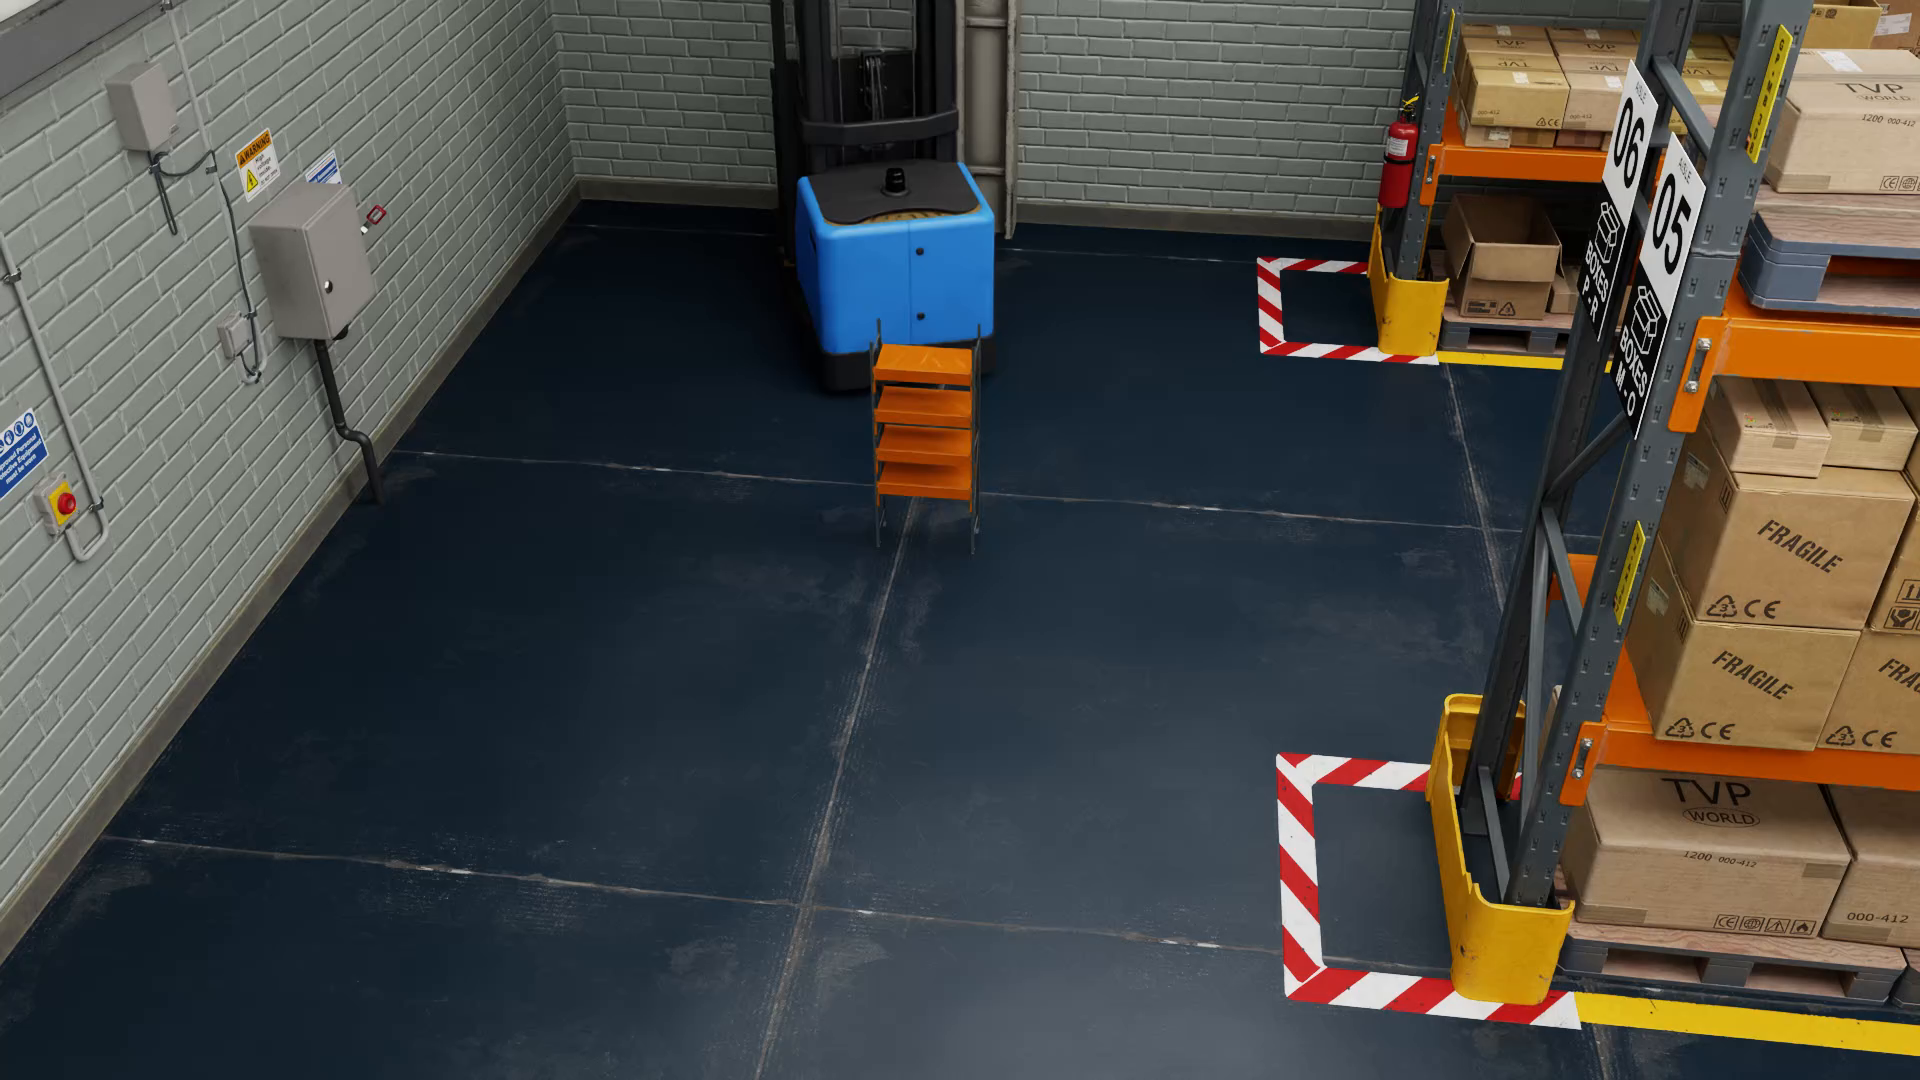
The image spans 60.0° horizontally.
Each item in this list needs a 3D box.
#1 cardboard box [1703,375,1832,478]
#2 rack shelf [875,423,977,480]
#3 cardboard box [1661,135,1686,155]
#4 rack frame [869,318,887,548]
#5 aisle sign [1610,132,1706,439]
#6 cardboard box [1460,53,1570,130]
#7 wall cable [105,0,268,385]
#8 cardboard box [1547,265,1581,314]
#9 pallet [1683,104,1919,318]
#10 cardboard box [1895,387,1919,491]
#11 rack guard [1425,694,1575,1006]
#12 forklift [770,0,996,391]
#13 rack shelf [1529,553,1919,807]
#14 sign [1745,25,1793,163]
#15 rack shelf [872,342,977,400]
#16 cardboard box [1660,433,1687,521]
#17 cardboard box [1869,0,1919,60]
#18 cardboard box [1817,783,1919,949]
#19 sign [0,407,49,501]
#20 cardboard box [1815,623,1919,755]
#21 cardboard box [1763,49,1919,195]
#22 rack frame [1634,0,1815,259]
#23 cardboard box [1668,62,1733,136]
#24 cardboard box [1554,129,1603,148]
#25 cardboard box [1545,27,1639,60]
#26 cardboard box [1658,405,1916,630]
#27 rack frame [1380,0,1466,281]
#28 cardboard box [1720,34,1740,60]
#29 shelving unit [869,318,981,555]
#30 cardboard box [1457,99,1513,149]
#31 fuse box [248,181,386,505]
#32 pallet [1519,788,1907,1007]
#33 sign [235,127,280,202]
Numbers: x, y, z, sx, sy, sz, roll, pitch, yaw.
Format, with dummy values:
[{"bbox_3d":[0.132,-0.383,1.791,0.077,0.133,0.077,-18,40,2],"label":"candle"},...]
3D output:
[{"bbox_3d":[2.432,-0.359,5.022,0.250,0.149,0.380,5,36,7],"label":"cardboard box"},{"bbox_3d":[-0.164,-0.446,8.315,0.480,0.148,0.258,4,36,6],"label":"rack shelf"},{"bbox_3d":[4.065,-2.346,9.529,0.250,0.149,0.380,5,36,7],"label":"cardboard box"},{"bbox_3d":[-0.406,-0.519,8.301,0.015,1.200,0.240,4,36,6],"label":"rack frame"},{"bbox_3d":[2.006,-0.729,4.809,0.004,0.787,0.394,4,36,6],"label":"aisle sign"},{"bbox_3d":[3.159,-2.564,9.491,0.500,0.250,0.500,4,36,6],"label":"cardboard box"},{"bbox_3d":[-3.312,-1.468,7.207,0.122,1.984,0.588,4,36,6],"label":"wall cable"},{"bbox_3d":[3.754,-1.550,10.289,0.250,0.149,0.380,3,36,4],"label":"cardboard box"},{"bbox_3d":[2.852,-0.969,4.876,1.213,0.211,1.003,4,36,6],"label":"pallet"},{"bbox_3d":[2.944,-0.295,4.933,0.250,0.149,0.380,5,36,7],"label":"cardboard box"},{"bbox_3d":[2.091,1.183,6.519,0.348,0.500,1.175,4,36,6],"label":"rack guard"},{"bbox_3d":[-0.620,-2.918,10.173,1.130,2.935,3.031,-8,36,-11],"label":"forklift"},{"bbox_3d":[4.098,0.608,5.792,4.000,0.370,1.077,4,36,6],"label":"rack shelf"},{"bbox_3d":[2.038,-1.122,4.195,0.005,0.325,0.100,4,36,6],"label":"sign"},{"bbox_3d":[-0.164,-0.820,8.047,0.480,0.148,0.258,4,36,6],"label":"rack shelf"},{"bbox_3d":[2.623,-0.382,5.613,0.500,0.500,0.500,5,36,8],"label":"cardboard box"},{"bbox_3d":[5.267,-3.026,9.492,0.500,0.500,0.500,3,36,5],"label":"cardboard box"},{"bbox_3d":[3.691,1.093,6.337,0.875,0.438,0.875,5,36,7],"label":"cardboard box"},{"bbox_3d":[-3.548,-0.323,6.245,0.001,0.218,0.327,4,36,6],"label":"sign"},{"bbox_3d":[3.060,0.349,5.450,0.500,0.500,0.500,4,36,5],"label":"cardboard box"},{"bbox_3d":[2.573,-1.223,4.838,0.500,0.250,0.500,1,36,2],"label":"cardboard box"},{"bbox_3d":[2.115,-2.275,4.048,0.127,3.000,1.000,4,36,6],"label":"rack frame"},{"bbox_3d":[4.162,-2.491,9.389,0.500,0.250,0.500,4,36,5],"label":"cardboard box"},{"bbox_3d":[3.558,-2.417,9.627,0.250,0.149,0.380,4,36,5],"label":"cardboard box"},{"bbox_3d":[3.745,-2.833,9.868,0.500,0.250,0.500,4,36,6],"label":"cardboard box"},{"bbox_3d":[2.555,-0.081,5.191,0.500,0.500,0.500,4,36,5],"label":"cardboard box"},{"bbox_3d":[2.743,-2.693,9.798,0.127,3.000,1.000,4,36,6],"label":"rack frame"},{"bbox_3d":[4.754,-2.755,9.758,0.500,0.250,0.500,4,36,6],"label":"cardboard box"},{"bbox_3d":[-0.164,-0.501,8.276,0.503,1.200,0.258,4,36,6],"label":"shelving unit"},{"bbox_3d":[3.034,-2.408,9.616,0.250,0.149,0.380,4,36,6],"label":"cardboard box"},{"bbox_3d":[-3.069,-0.912,8.411,0.414,1.711,0.539,4,36,6],"label":"fuse box"},{"bbox_3d":[2.918,1.316,6.581,1.213,0.211,1.003,4,36,6],"label":"pallet"},{"bbox_3d":[-3.281,-1.756,7.774,0.001,0.242,0.339,4,36,6],"label":"sign"}]
